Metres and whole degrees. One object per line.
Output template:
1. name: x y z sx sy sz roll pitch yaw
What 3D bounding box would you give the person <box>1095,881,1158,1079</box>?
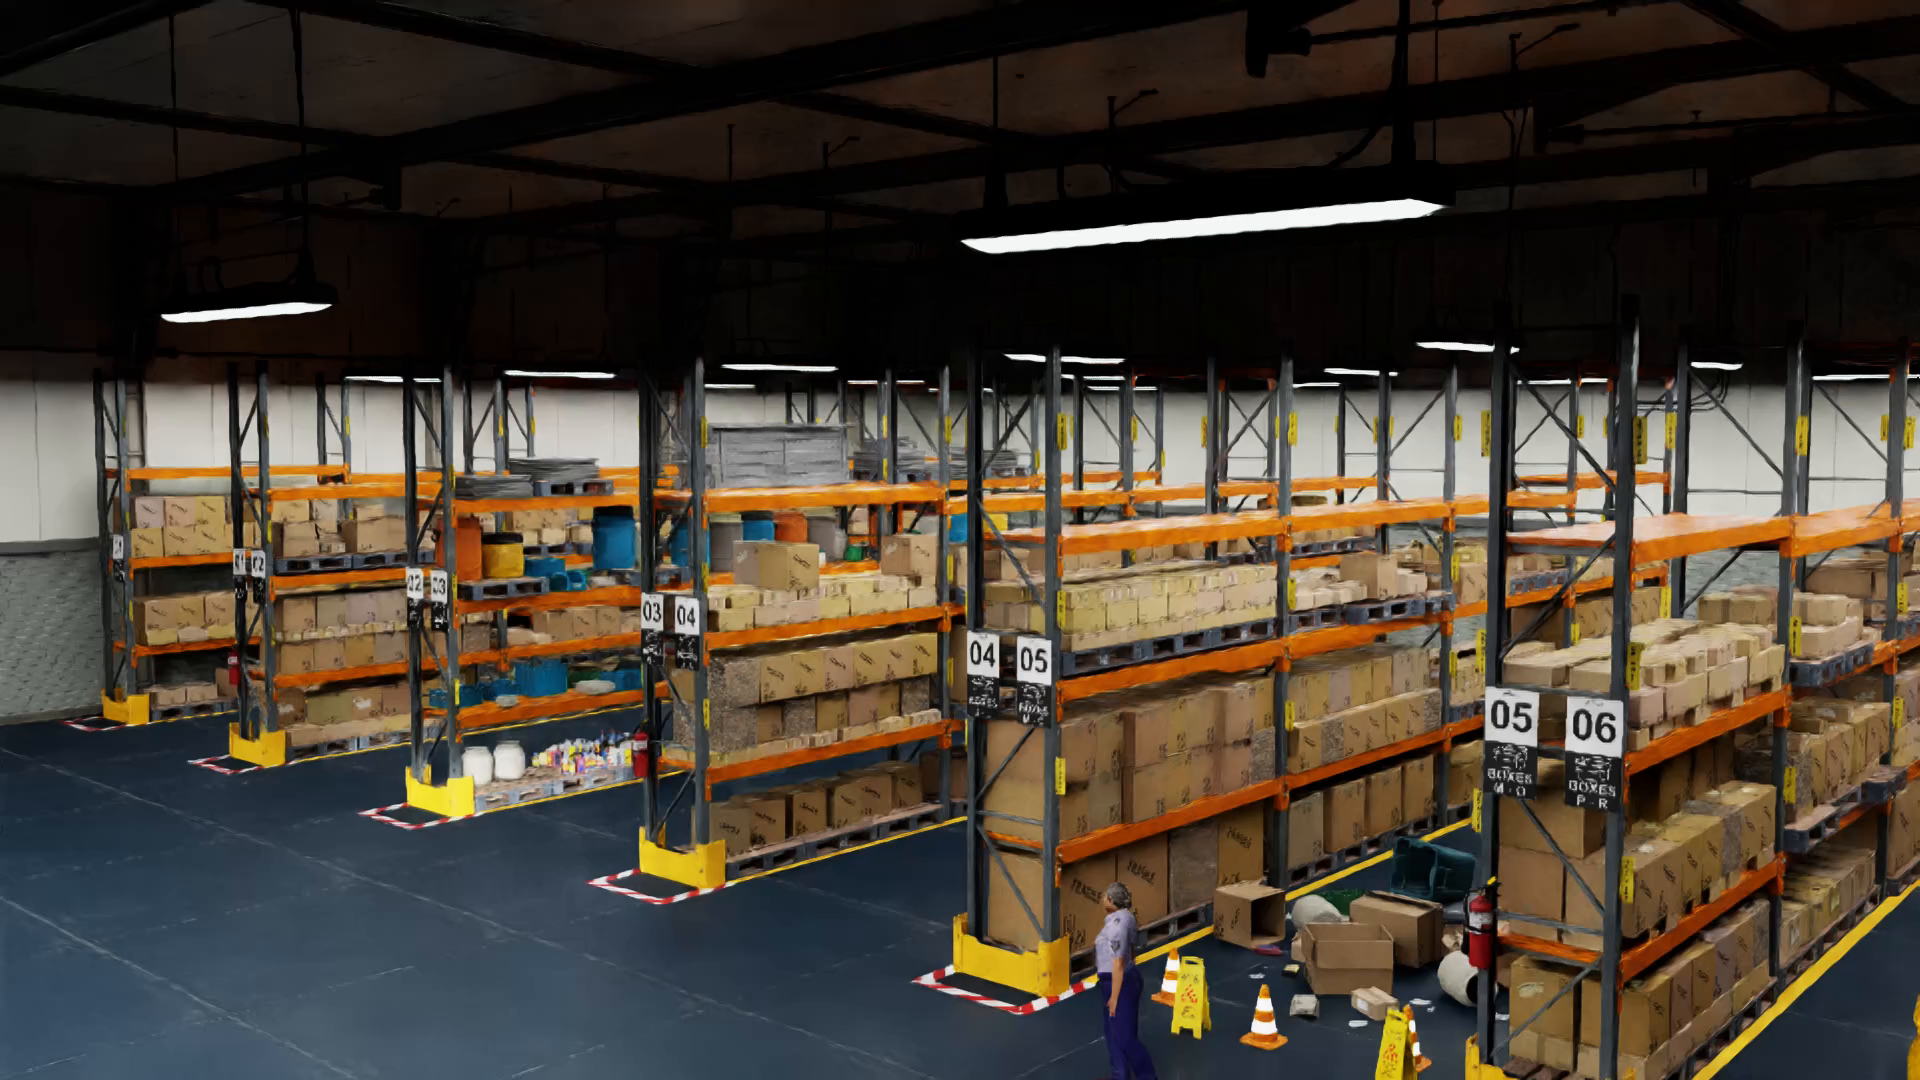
1. person: 1.276 3.435 12.655 0.522 1.621 0.591 1 4 14
